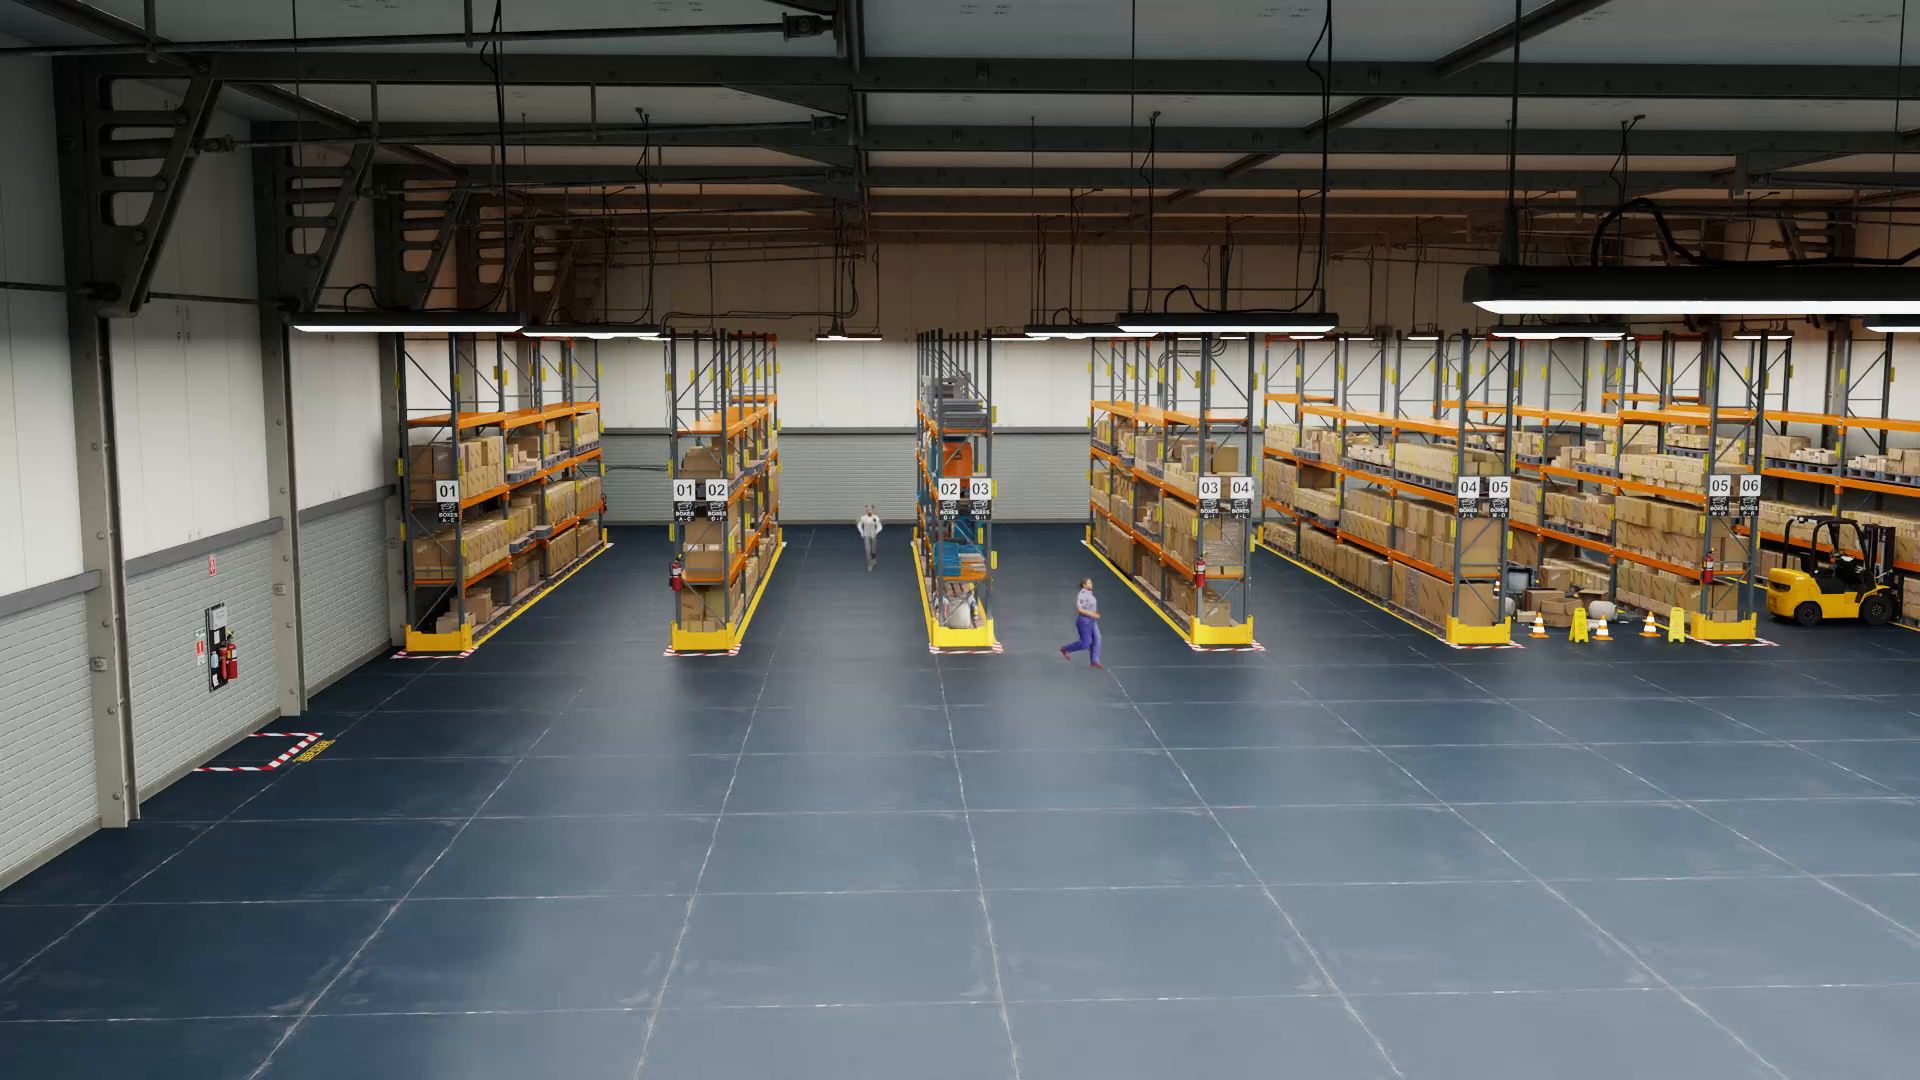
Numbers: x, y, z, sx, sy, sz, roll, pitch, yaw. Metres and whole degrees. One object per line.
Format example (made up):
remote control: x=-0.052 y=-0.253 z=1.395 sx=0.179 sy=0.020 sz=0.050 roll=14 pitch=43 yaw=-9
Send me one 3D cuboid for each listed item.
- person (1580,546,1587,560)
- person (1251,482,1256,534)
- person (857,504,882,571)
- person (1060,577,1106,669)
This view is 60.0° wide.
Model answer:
person: x=15.860 y=-0.056 z=42.229 sx=0.615 sy=1.624 sz=0.707 roll=0 pitch=7 yaw=-4
person: x=8.352 y=-0.912 z=49.104 sx=0.822 sy=1.708 sz=0.792 roll=0 pitch=7 yaw=4
person: x=-2.297 y=-0.079 z=42.272 sx=0.627 sy=1.680 sz=0.635 roll=0 pitch=7 yaw=-3
person: x=2.194 y=1.469 z=29.434 sx=0.823 sy=1.646 sz=0.607 roll=2 pitch=7 yaw=18
